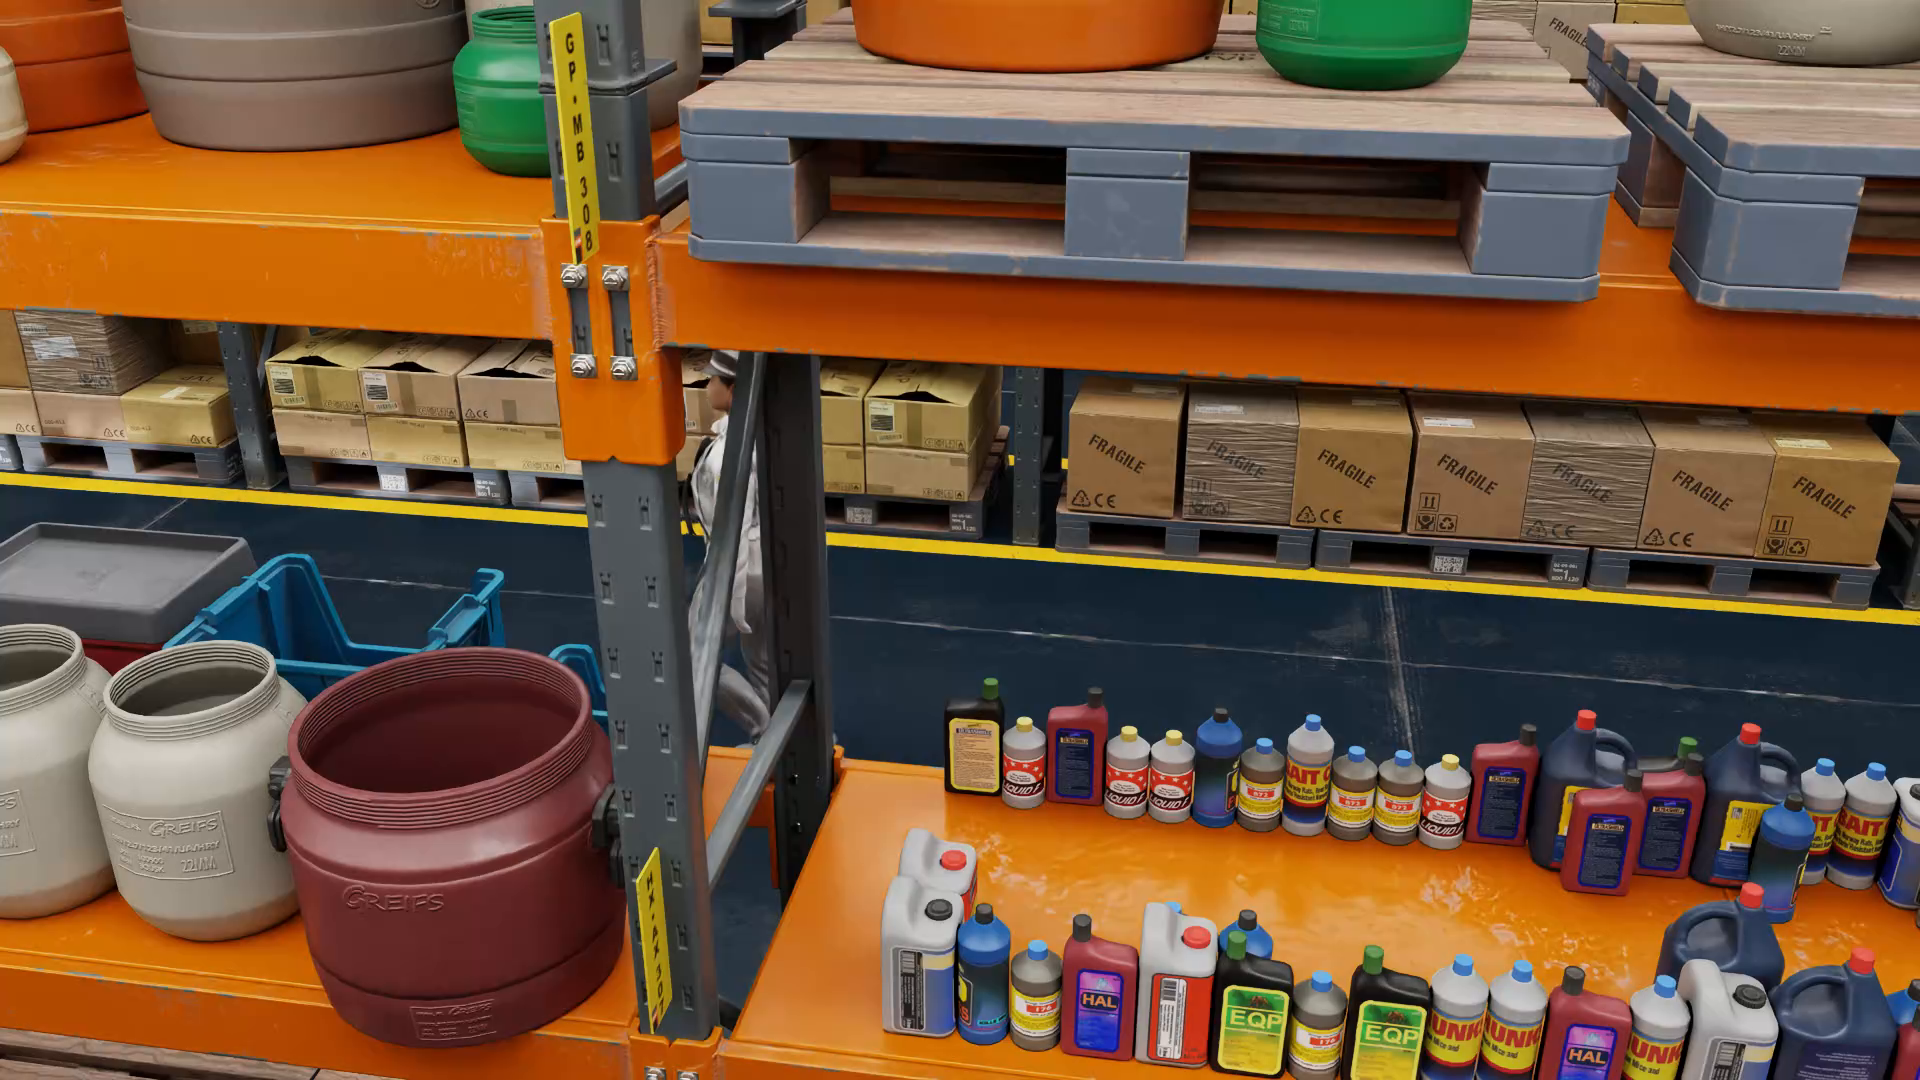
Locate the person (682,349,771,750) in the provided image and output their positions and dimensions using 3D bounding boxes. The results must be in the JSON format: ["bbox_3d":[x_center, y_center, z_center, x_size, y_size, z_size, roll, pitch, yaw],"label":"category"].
[{"bbox_3d":[-0.744,0.100,5.812,0.424,1.687,0.492,9,27,18],"label":"person"}]
